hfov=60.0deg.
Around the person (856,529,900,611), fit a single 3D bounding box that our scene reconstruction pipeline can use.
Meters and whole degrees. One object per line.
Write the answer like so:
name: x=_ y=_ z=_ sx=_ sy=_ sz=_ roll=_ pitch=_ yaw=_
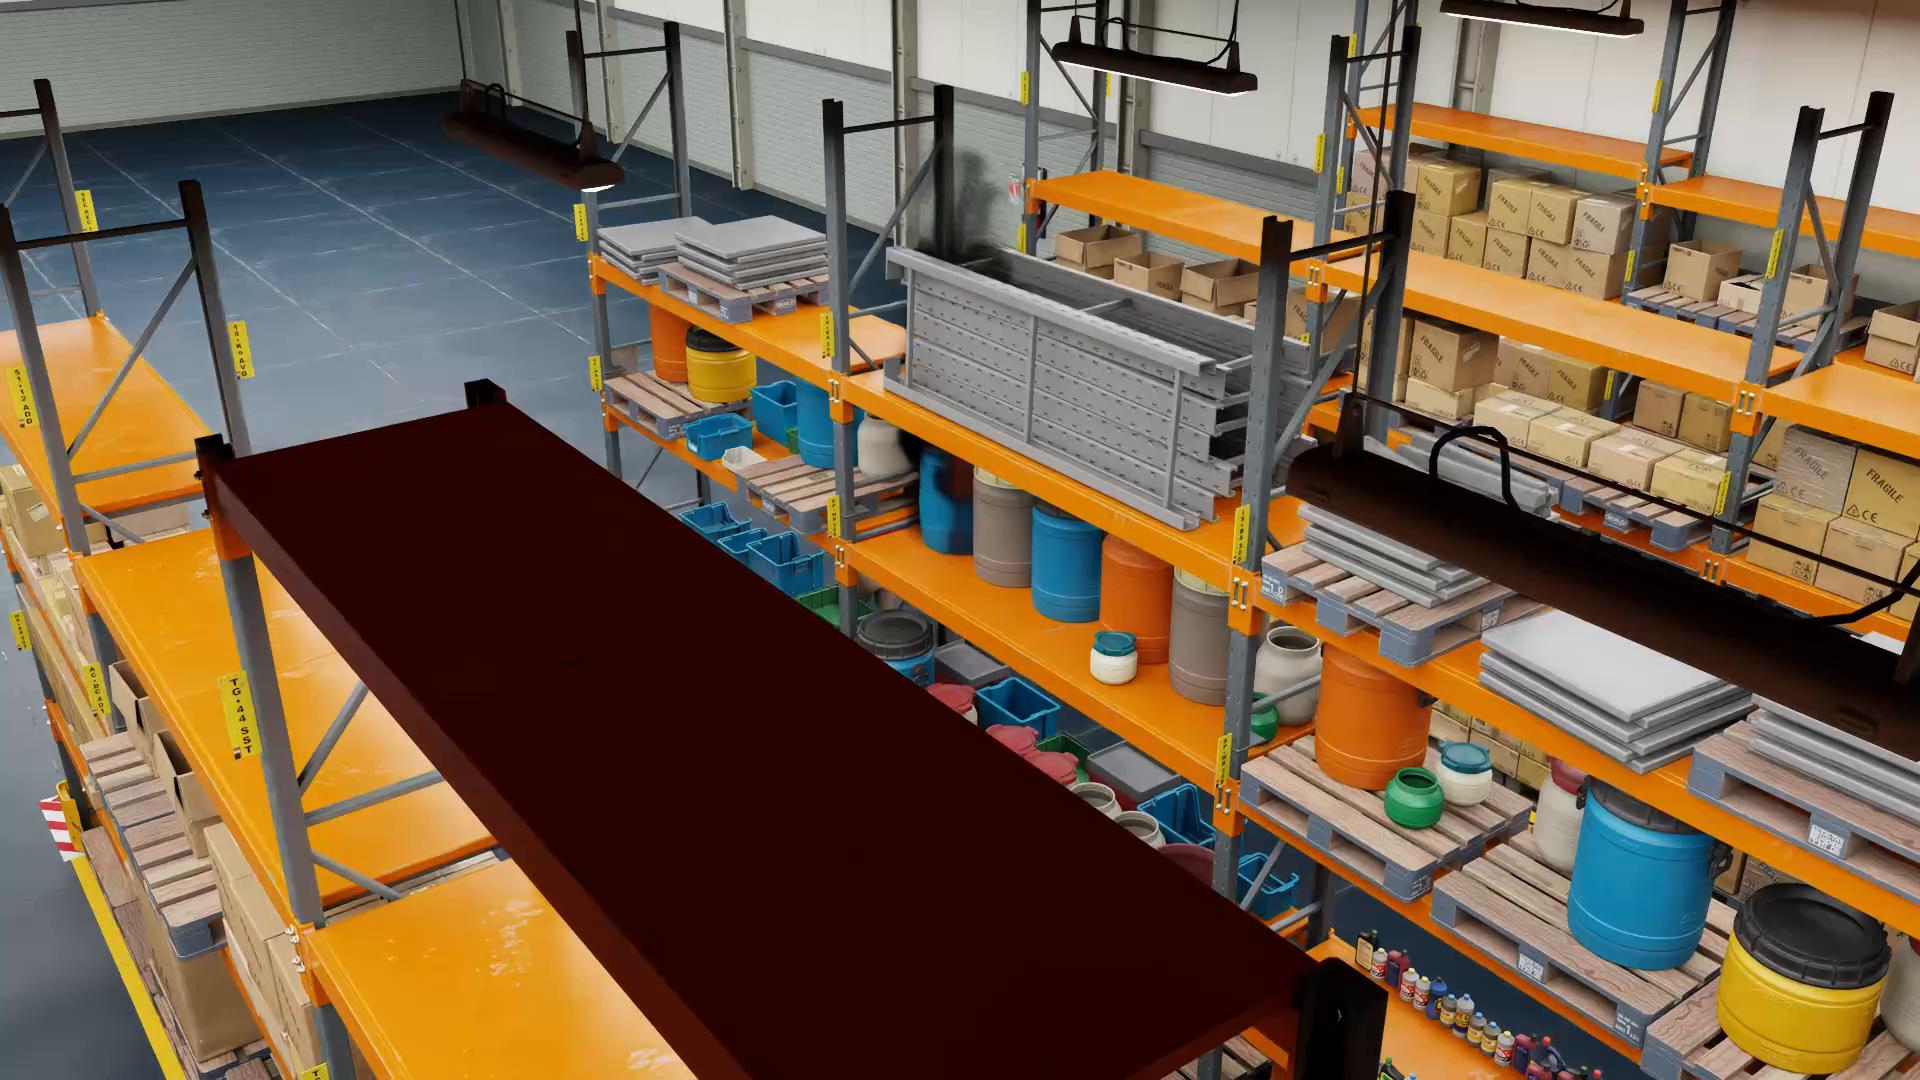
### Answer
person: x=-0.835 y=0.365 z=16.160 sx=0.674 sy=1.718 sz=1.097 roll=-18 pitch=30 yaw=-33
